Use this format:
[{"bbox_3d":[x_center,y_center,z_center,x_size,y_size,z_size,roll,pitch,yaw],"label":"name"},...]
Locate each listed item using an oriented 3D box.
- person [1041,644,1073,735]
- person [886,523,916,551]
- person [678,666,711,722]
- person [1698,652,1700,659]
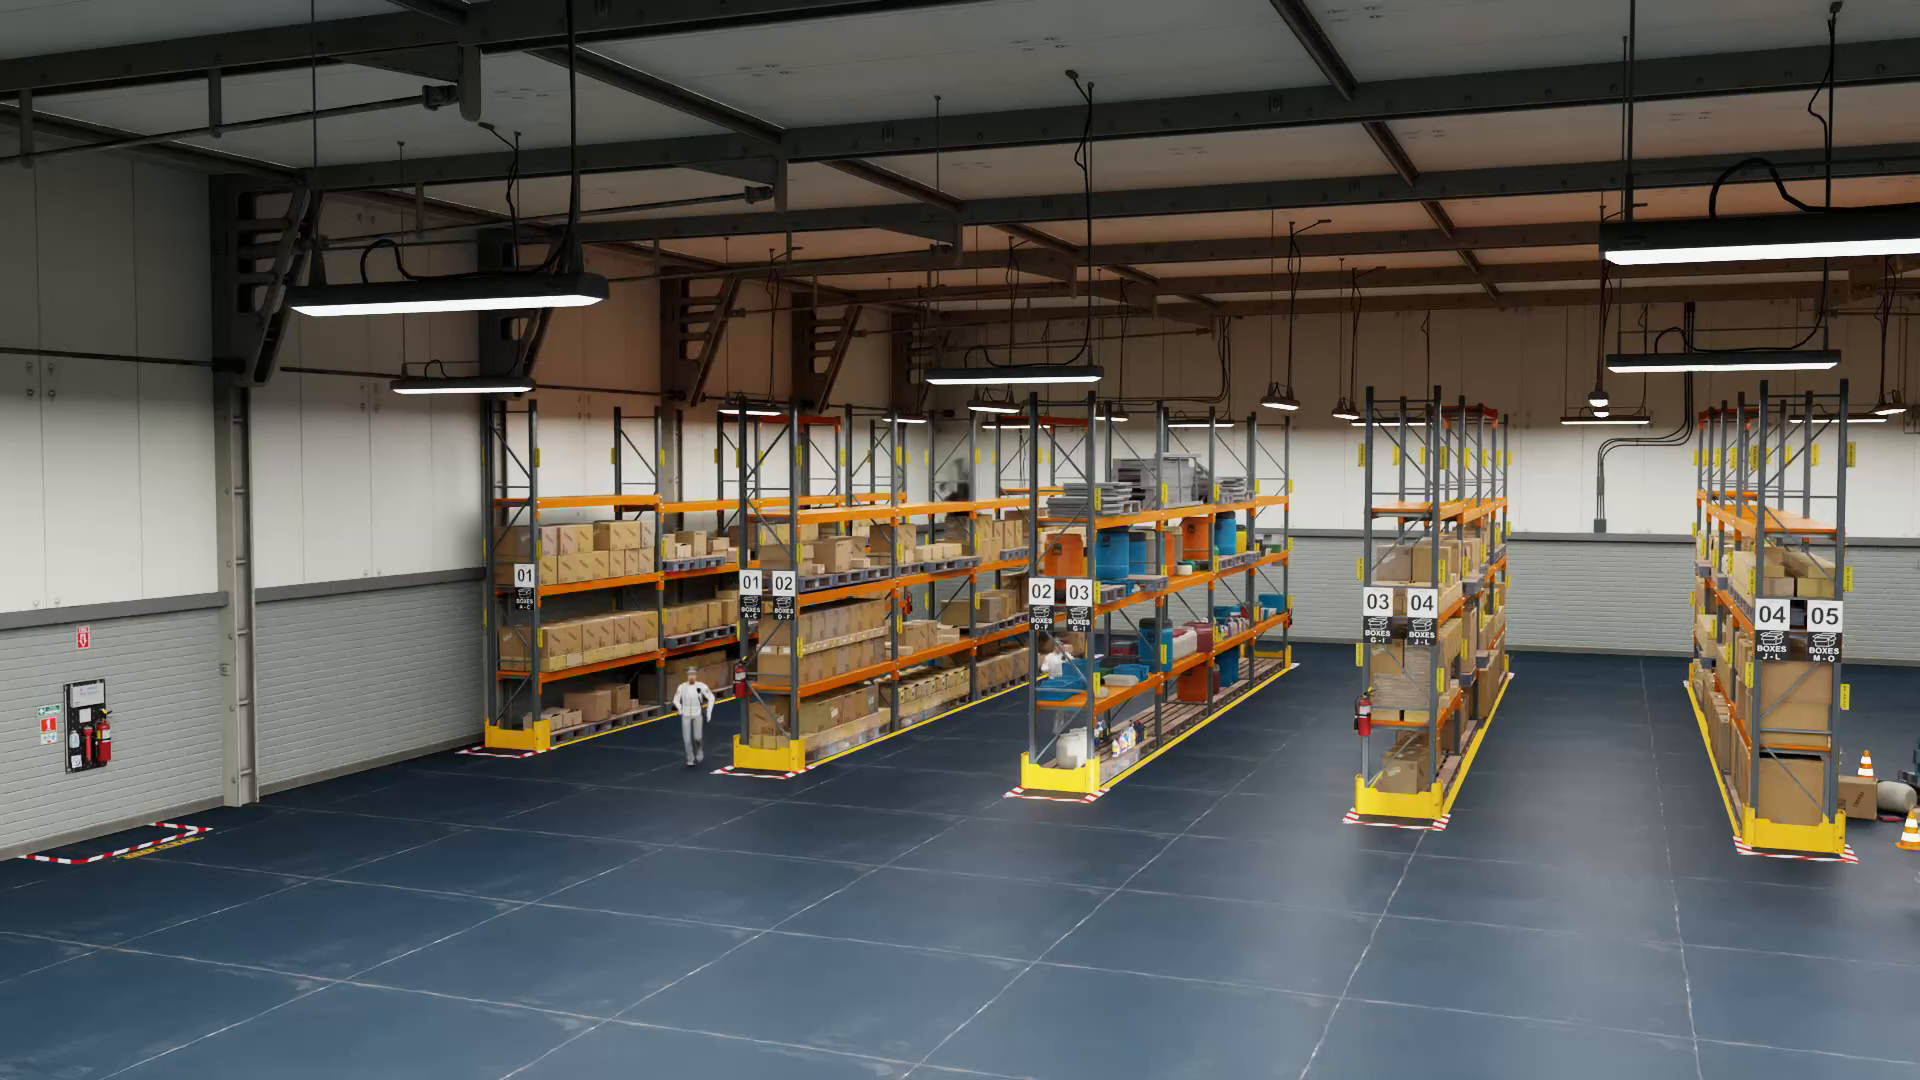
[{"bbox_3d":[1.792,2.656,30.336,0.588,1.698,0.805,1,3,25],"label":"person"},{"bbox_3d":[4.846,1.877,24.514,5.912,3.677,18.667,-1,3,-24],"label":"person"},{"bbox_3d":[6.246,2.230,32.212,21.884,0.926,10.634,0,3,-2],"label":"person"},{"bbox_3d":[16.861,2.563,37.494,0.765,0.940,0.416,0,3,3],"label":"person"}]
